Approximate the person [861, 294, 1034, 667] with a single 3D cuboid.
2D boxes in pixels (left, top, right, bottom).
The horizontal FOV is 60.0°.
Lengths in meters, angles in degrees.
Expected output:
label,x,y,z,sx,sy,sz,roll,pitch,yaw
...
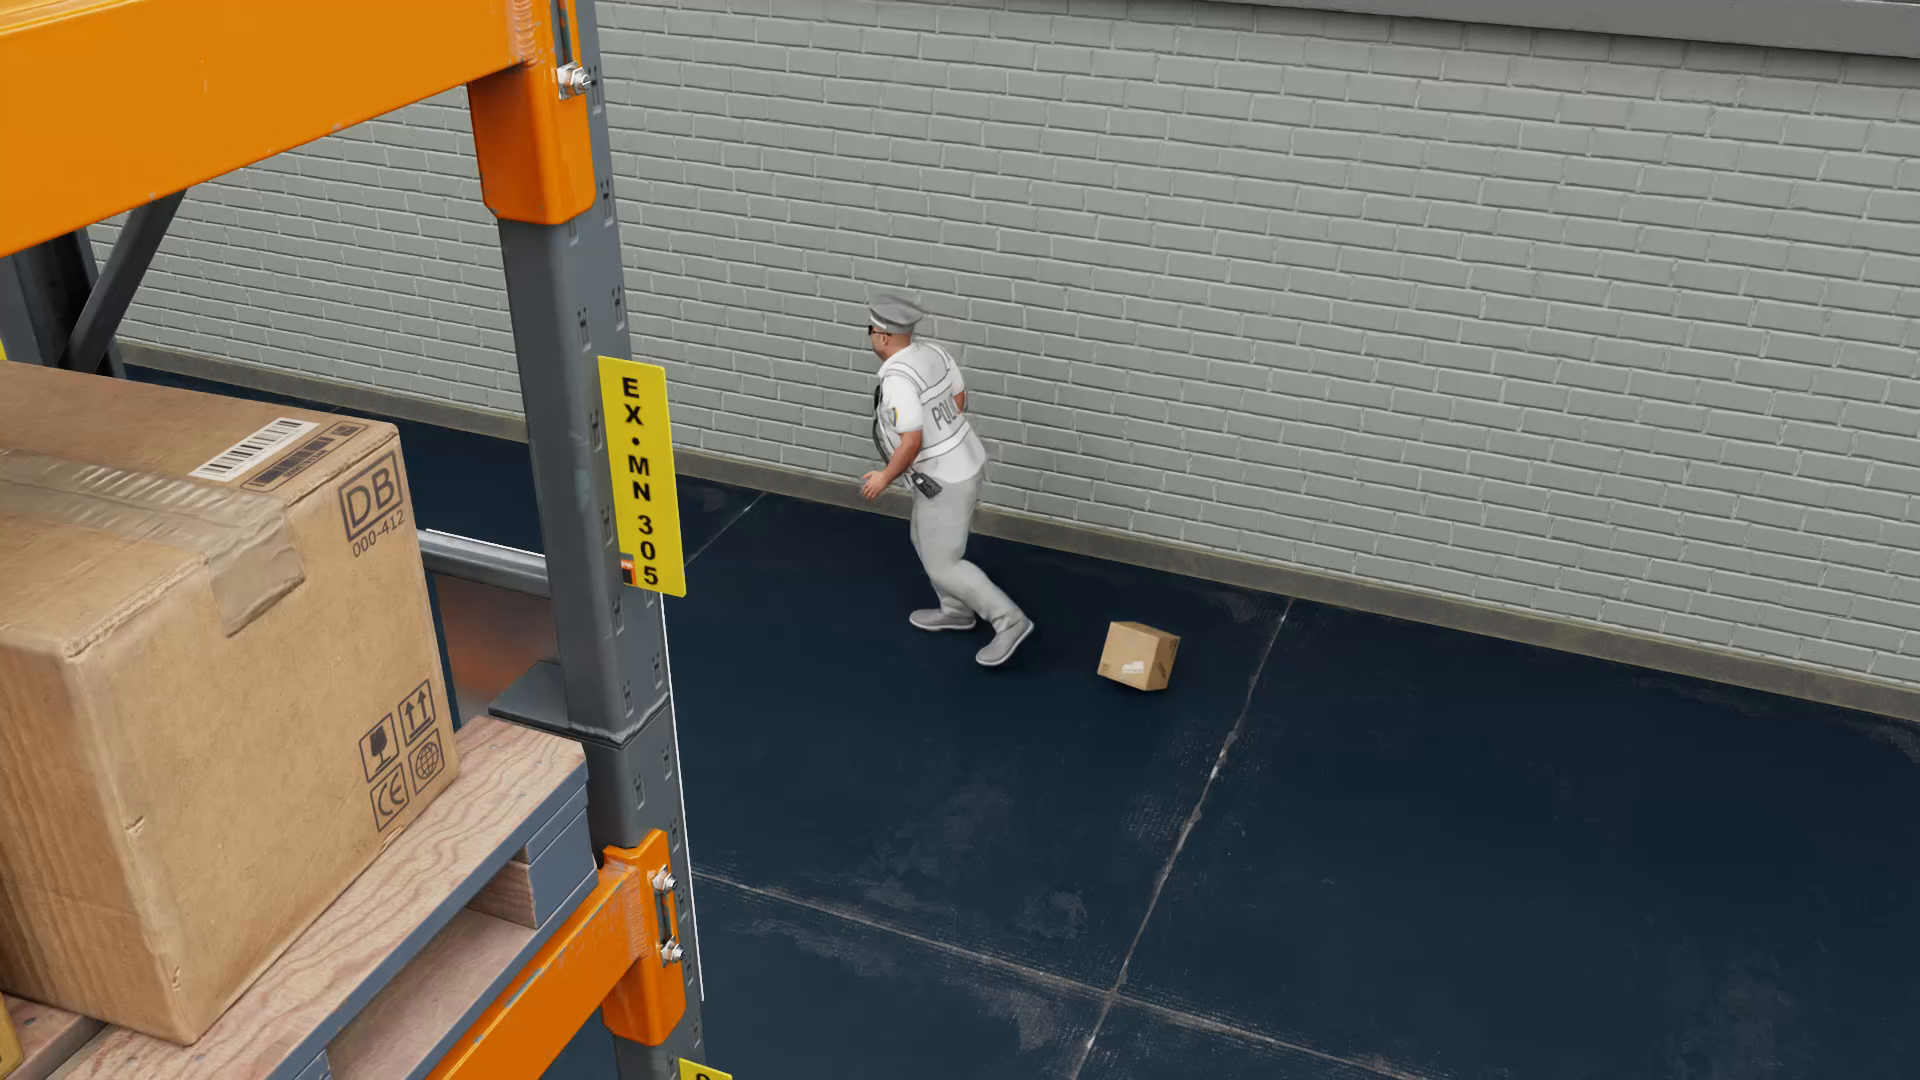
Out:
label,x,y,z,sx,sy,sz,roll,pitch,yaw
person,-0.030,-0.281,7.698,0.847,1.667,0.666,7,30,12
